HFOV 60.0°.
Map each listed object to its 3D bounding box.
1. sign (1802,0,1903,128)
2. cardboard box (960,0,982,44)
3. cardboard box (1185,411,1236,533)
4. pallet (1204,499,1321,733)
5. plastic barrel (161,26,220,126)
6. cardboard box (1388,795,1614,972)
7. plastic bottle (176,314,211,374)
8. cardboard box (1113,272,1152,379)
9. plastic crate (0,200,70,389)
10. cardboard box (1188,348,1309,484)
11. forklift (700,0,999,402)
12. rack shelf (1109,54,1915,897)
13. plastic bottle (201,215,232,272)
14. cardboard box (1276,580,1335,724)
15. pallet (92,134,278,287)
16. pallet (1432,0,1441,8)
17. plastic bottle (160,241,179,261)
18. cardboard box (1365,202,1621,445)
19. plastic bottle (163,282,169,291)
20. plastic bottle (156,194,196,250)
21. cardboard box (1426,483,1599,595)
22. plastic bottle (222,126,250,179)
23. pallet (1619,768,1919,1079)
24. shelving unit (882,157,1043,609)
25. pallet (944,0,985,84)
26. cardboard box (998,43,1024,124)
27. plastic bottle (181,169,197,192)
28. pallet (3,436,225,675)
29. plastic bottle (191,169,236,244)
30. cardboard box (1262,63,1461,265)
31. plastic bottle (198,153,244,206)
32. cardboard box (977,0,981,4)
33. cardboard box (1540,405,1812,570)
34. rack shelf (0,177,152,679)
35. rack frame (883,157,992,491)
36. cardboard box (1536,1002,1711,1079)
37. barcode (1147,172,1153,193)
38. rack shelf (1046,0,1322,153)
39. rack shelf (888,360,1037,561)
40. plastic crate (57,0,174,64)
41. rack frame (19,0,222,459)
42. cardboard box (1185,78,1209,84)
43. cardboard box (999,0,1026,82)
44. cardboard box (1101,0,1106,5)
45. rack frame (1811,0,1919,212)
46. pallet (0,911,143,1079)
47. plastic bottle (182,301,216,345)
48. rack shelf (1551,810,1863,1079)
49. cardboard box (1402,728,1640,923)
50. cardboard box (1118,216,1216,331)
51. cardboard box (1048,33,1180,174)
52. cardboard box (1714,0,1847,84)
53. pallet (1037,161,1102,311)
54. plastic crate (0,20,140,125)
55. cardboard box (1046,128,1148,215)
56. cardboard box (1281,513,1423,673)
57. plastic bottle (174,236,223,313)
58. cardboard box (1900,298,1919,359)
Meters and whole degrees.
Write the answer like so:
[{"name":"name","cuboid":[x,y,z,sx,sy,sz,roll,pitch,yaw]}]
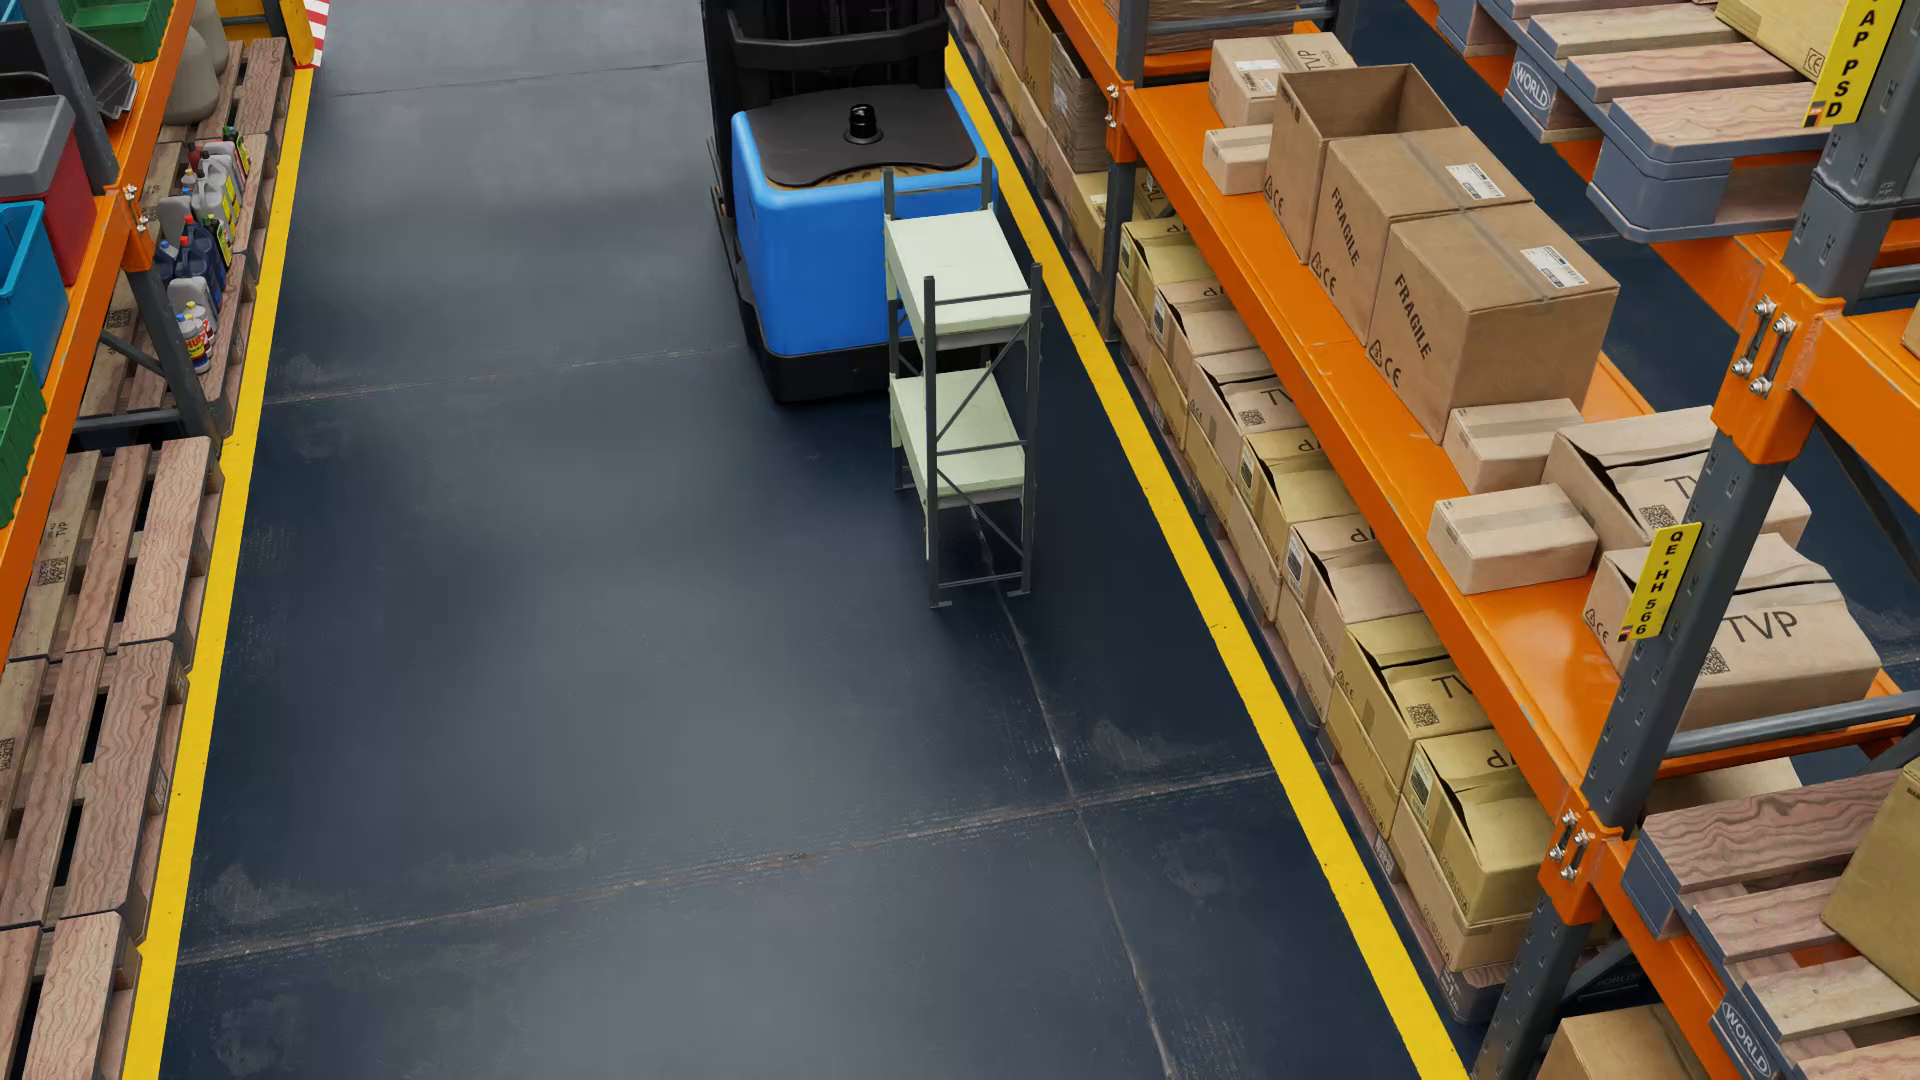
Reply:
[{"name":"sign","cuboid":[1.473,-0.826,2.713,0.100,0.325,0.005,-8,42,-9]},{"name":"cardboard box","cuboid":[0.300,-3.167,9.813,0.500,0.250,0.500,-8,42,-9]},{"name":"cardboard box","cuboid":[1.222,-0.314,6.599,0.500,0.250,0.500,-10,42,-11]},{"name":"pallet","cuboid":[1.617,0.159,6.412,1.003,0.211,1.213,-8,42,-9]},{"name":"plastic barrel","cuboid":[-4.223,-2.520,8.887,0.421,0.512,0.421,0,42,0]},{"name":"cardboard box","cuboid":[1.665,1.009,5.108,0.500,0.250,0.500,-7,42,-8]},{"name":"plastic bottle","cuboid":[-3.325,-0.855,7.177,0.097,0.271,0.097,0,42,0]},{"name":"cardboard box","cuboid":[0.998,-0.980,7.350,0.500,0.250,0.500,-9,42,-10]},{"name":"plastic crate","cuboid":[-3.143,-0.765,5.364,0.392,0.384,0.575,-8,42,-9]},{"name":"cardboard box","cuboid":[1.215,-0.523,6.412,0.500,0.311,0.500,-10,43,-11]},{"name":"forklift","cuboid":[-0.668,-2.694,7.577,1.130,2.935,3.031,-9,42,-10]},{"name":"rack shelf","cuboid":[1.585,-0.583,5.689,1.077,0.370,4.000,-8,42,-9]},{"name":"plastic bottle","cuboid":[-3.489,-1.408,7.791,0.061,0.283,0.133,-7,42,-7]},{"name":"cardboard box","cuboid":[1.444,0.349,5.852,0.500,0.250,0.500,-7,42,-8]},{"name":"pallet","cuboid":[-4.056,-1.632,8.430,1.003,0.211,1.213,-8,42,-9]},{"name":"pallet","cuboid":[1.538,-1.759,4.354,1.003,0.211,1.213,-7,42,-7]},{"name":"plastic bottle","cuboid":[-3.603,-1.245,7.617,0.097,0.271,0.097,0,42,0]},{"name":"cardboard box","cuboid":[1.638,-0.679,5.180,0.500,0.500,0.500,-10,43,-12]},{"name":"plastic bottle","cuboid":[-3.526,-1.049,7.387,0.061,0.283,0.133,-8,42,-9]},{"name":"plastic bottle","cuboid":[-3.725,-1.530,7.935,0.152,0.276,0.135,-8,42,-9]},{"name":"cardboard box","cuboid":[1.552,-0.005,4.686,0.380,0.149,0.250,-8,42,-9]},{"name":"plastic bottle","cuboid":[-3.680,-1.982,8.438,0.061,0.283,0.133,-7,42,-8]},{"name":"pallet","cuboid":[2.231,0.945,3.570,1.213,0.211,1.003,-8,42,-9]},{"name":"shelving unit","cuboid":[-0.001,-0.565,6.257,0.431,1.500,0.755,-8,42,-9]},{"name":"pallet","cuboid":[0.495,-3.209,10.206,1.003,0.211,1.213,-8,42,-9]},{"name":"cardboard box","cuboid":[0.510,-2.518,9.082,0.500,0.250,0.500,-8,42,-9]},{"name":"plastic bottle","cuboid":[-3.784,-1.737,8.224,0.097,0.201,0.097,0,42,0]},{"name":"pallet","cuboid":[-3.477,0.105,6.473,1.003,0.211,1.213,-8,42,-9]},{"name":"plastic bottle","cuboid":[-3.586,-1.596,7.952,0.144,0.351,0.185,-9,42,-10]},{"name":"cardboard box","cuboid":[1.416,-1.344,5.930,0.500,0.500,0.500,-6,42,-6]},{"name":"plastic bottle","cuboid":[-3.666,-1.795,8.233,0.152,0.276,0.135,-9,42,-10]},{"name":"cardboard box","cuboid":[0.298,-3.447,9.564,0.500,0.500,0.500,-8,42,-9]},{"name":"cardboard box","cuboid":[2.012,-0.130,4.704,0.500,0.311,0.500,-9,42,-10]},{"name":"rack shelf","cuboid":[-3.253,0.124,4.893,1.077,0.370,4.000,-8,42,-9]},{"name":"rack frame","cuboid":[-0.080,-0.802,6.524,0.400,1.500,0.023,-8,42,-9]},{"name":"cardboard box","cuboid":[1.835,1.550,4.295,0.500,0.500,0.500,-7,42,-7]},{"name":"barcode","cuboid":[0.801,-1.512,7.023,0.001,0.075,0.075,-8,42,-9]},{"name":"rack shelf","cuboid":[0.721,-3.176,8.610,1.077,0.370,4.000,-8,42,-9]},{"name":"rack shelf","cuboid":[-0.001,-0.321,6.473,0.431,0.370,0.720,-8,42,-9]},{"name":"plastic crate","cuboid":[-3.702,-2.282,7.221,0.450,0.188,0.662,-8,42,-9]},{"name":"rack frame","cuboid":[-3.685,-1.441,6.114,1.000,3.000,0.127,-8,42,-9]},{"name":"cardboard box","cuboid":[1.358,-1.903,7.825,0.500,0.500,0.500,-8,42,-9]},{"name":"cardboard box","cuboid":[0.509,-2.798,8.833,0.500,0.500,0.500,-8,42,-9]},{"name":"cardboard box","cuboid":[0.931,-2.814,7.585,0.700,0.500,0.500,-9,42,-10]},{"name":"rack frame","cuboid":[2.016,-1.799,1.999,1.000,3.000,0.127,-8,42,-9]},{"name":"pallet","cuboid":[-2.950,1.687,4.691,1.003,0.211,1.213,-8,42,-9]},{"name":"plastic bottle","cuboid":[-3.369,-0.961,7.349,0.097,0.201,0.097,0,42,0]},{"name":"rack shelf","cuboid":[2.448,2.010,2.768,1.077,0.370,4.000,-8,42,-9]},{"name":"cardboard box","cuboid":[1.663,0.801,4.920,0.500,0.311,0.500,-7,42,-8]},{"name":"cardboard box","cuboid":[0.999,-1.184,7.156,0.500,0.311,0.500,-8,42,-9]},{"name":"cardboard box","cuboid":[0.743,-2.153,8.106,0.500,0.500,0.500,-8,42,-9]},{"name":"cardboard box","cuboid":[1.863,-1.065,3.227,0.500,0.250,0.500,-11,43,-12]},{"name":"pallet","cuboid":[1.022,-1.627,8.424,1.003,0.211,1.213,-8,42,-9]},{"name":"plastic crate","cuboid":[-3.673,-1.776,6.538,0.767,0.338,0.504,-8,42,-9]},{"name":"cardboard box","cuboid":[0.741,-1.872,8.354,0.500,0.250,0.500,-8,42,-9]},{"name":"cardboard box","cuboid":[1.438,0.138,5.668,0.500,0.311,0.500,-9,42,-10]},{"name":"plastic bottle","cuboid":[-3.454,-1.198,7.504,0.144,0.351,0.185,-7,42,-8]},{"name":"cardboard box","cuboid":[2.143,-0.437,2.648,0.910,0.500,0.500,-8,42,-9]}]
